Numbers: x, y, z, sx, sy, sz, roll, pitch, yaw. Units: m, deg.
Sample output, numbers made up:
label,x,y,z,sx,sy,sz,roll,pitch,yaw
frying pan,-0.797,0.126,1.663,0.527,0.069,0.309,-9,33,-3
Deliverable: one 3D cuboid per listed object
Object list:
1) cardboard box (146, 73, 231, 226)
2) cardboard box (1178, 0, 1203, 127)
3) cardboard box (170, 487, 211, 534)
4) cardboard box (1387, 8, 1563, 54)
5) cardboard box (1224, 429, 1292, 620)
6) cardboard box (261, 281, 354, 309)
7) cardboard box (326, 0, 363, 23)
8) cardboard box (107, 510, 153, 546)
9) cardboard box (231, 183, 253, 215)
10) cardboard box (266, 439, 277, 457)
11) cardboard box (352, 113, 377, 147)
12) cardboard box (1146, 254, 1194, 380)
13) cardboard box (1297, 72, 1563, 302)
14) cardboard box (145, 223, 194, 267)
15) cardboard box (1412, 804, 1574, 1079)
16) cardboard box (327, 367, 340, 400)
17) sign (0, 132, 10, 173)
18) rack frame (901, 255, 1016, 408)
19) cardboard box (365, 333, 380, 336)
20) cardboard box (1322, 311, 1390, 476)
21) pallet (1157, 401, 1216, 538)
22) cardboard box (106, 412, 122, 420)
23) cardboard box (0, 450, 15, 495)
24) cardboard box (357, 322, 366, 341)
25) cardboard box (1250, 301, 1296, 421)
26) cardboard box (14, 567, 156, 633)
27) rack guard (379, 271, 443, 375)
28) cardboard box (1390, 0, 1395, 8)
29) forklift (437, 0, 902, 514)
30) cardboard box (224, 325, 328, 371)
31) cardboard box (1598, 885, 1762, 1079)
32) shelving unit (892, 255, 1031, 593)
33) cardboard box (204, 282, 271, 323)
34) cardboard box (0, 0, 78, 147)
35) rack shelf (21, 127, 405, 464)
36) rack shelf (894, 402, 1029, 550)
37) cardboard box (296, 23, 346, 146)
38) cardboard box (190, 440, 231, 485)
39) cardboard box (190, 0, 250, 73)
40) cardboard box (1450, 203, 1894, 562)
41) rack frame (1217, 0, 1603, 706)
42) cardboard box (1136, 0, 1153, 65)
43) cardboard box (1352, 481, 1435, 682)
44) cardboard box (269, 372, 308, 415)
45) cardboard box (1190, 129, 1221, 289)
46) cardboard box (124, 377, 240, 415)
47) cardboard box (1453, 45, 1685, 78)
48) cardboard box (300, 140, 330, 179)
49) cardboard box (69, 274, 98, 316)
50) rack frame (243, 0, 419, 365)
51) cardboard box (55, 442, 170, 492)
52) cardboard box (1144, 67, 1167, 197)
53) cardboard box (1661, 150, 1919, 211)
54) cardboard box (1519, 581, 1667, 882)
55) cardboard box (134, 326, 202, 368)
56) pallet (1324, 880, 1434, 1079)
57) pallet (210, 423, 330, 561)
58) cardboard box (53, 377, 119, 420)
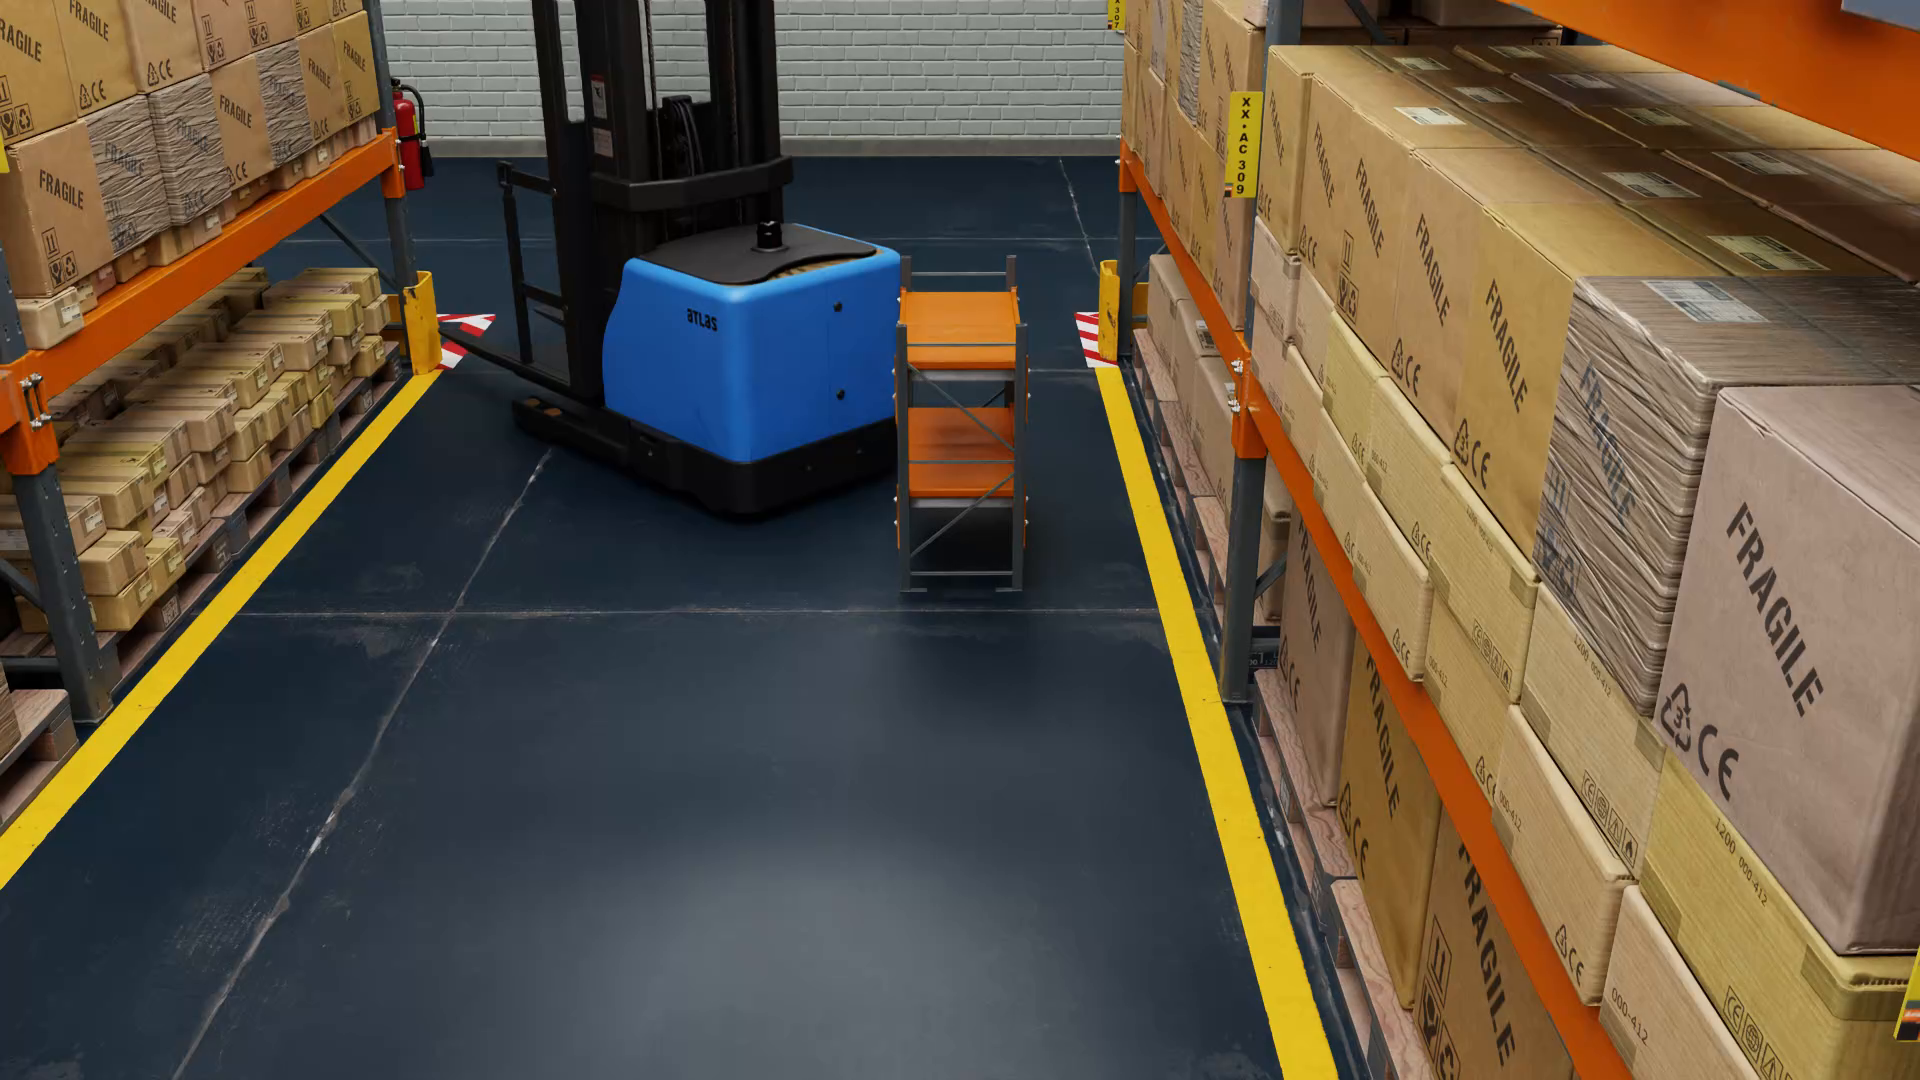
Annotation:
label,x,y,z,sx,sy,sz,roll,pitch,yaw
cardboard box,-3.246,-1.537,6.527,0.500,0.500,0.500,-1,24,-2
cardboard box,1.145,-1.917,6.513,0.500,0.500,0.500,0,24,0
cardboard box,-3.303,-0.100,6.780,0.380,0.149,0.250,-1,24,-2
cardboard box,1.675,-1.502,5.596,0.500,0.500,0.500,0,24,0
cardboard box,1.539,-0.087,6.401,0.875,0.438,0.875,-1,24,-1
cardboard box,-3.350,-1.230,8.559,0.380,0.149,0.250,0,24,0
cardboard box,-3.300,-2.837,8.187,0.500,0.500,0.500,-1,24,-2
cardboard box,-3.287,-0.022,6.248,0.380,0.149,0.250,0,24,0
cardboard box,-3.323,-1.500,7.231,0.380,0.149,0.250,0,24,0
cardboard box,-3.327,-0.426,7.501,0.380,0.149,0.250,0,24,1
cardboard box,-3.268,-2.140,8.647,0.380,0.149,0.250,0,24,0
cardboard box,1.502,-1.204,8.872,0.875,0.438,0.875,-1,24,-2
cardboard box,1.189,-0.912,4.293,0.500,0.500,0.500,0,24,-1
cardboard box,-3.253,-1.175,6.513,0.380,0.149,0.250,0,24,0
cardboard box,1.552,0.969,3.536,0.875,0.875,0.875,0,24,0
cardboard box,-3.303,-0.748,8.213,0.380,0.149,0.250,0,24,0
sign,-2.956,-1.271,5.015,0.100,0.325,0.005,0,24,-1
rack frame,-0.006,-0.725,7.487,0.500,1.125,0.032,0,24,-1
cardboard box,-3.340,-1.064,8.913,0.380,0.149,0.250,0,24,0
cardboard box,1.174,-0.358,3.976,0.500,0.250,0.500,0,24,0
pallet,1.492,-0.351,7.769,1.003,0.211,1.213,0,24,-1
cardboard box,-3.777,-0.437,7.165,0.380,0.149,0.250,-1,24,-3
cardboard box,-3.827,-0.256,6.404,0.380,0.149,0.250,0,24,-1
cardboard box,-3.314,-1.092,8.612,0.380,0.149,0.250,-1,24,-2
cardboard box,1.179,-0.553,5.014,0.500,0.250,0.500,-1,24,-2
cardboard box,-3.193,0.217,6.081,0.380,0.149,0.250,-1,24,-3
rack guard,-3.553,-1.218,9.335,1.175,0.500,0.348,0,24,-1
cardboard box,1.630,-1.942,5.782,0.380,0.149,0.250,-1,24,-1
forklift,-1.633,-1.963,8.034,1.130,2.935,3.031,-22,32,-40
cardboard box,-3.222,-0.907,7.843,0.380,0.149,0.250,1,24,1
cardboard box,1.217,0.706,2.231,0.500,0.250,0.500,-1,24,-2
shelving unit,0.000,-0.515,7.024,0.538,1.125,1.048,0,24,-1
cardboard box,-3.765,-1.221,8.537,0.380,0.149,0.250,0,24,0
cardboard box,-3.272,-1.563,5.371,0.500,0.500,0.500,0,24,1
rack shelf,-3.532,-1.236,7.216,1.077,0.370,4.000,0,24,-1
rack shelf,0.000,-0.293,7.125,0.538,0.278,1.000,0,24,-1
cardboard box,-3.291,-2.173,7.931,0.500,0.500,0.500,-1,24,-1
cardboard box,-3.305,-0.347,6.966,0.380,0.149,0.250,1,24,2
cardboard box,-3.271,-2.196,6.770,0.500,0.500,0.500,-1,24,-2
cardboard box,1.202,-0.284,2.904,0.500,0.500,0.500,0,24,-1
rack frame,1.438,-0.803,5.386,1.000,3.000,0.127,0,24,-1
cardboard box,1.128,-2.541,7.893,0.500,0.500,0.500,-1,24,-2
cardboard box,1.172,0.078,3.620,0.500,0.250,0.500,-1,24,-1
cardboard box,-3.253,-0.666,7.672,0.380,0.149,0.250,1,24,2
cardboard box,1.166,-1.251,6.255,0.500,0.500,0.500,-1,24,-2
cardboard box,-3.335,-0.588,7.138,0.380,0.149,0.250,-1,24,-3
cardboard box,1.694,-1.122,4.755,0.500,0.500,0.500,1,24,1
cardboard box,-3.259,-1.829,7.959,0.380,0.149,0.250,0,24,1
cardboard box,-3.263,-0.849,5.793,0.380,0.149,0.250,0,24,1
rack frame,-3.554,-2.388,8.889,1.000,3.000,0.127,0,24,-1
cardboard box,-3.303,-0.264,6.421,0.380,0.149,0.250,-1,24,-1
cardboard box,1.134,-1.880,7.646,0.500,0.500,0.500,0,24,-1
cardboard box,1.714,-0.486,3.350,0.500,0.500,0.500,0,24,0
cardboard box,1.213,0.276,2.576,0.500,0.250,0.500,-1,24,-2
cardboard box,-3.811,-0.900,7.828,0.380,0.149,0.250,1,24,2
pallet,1.538,1.289,4.144,1.003,0.211,1.213,0,24,-1
pallet,-3.569,-0.250,7.546,1.003,0.211,1.213,0,24,-1
cardboard box,-3.862,-0.586,7.133,0.380,0.149,0.250,-1,24,-2
